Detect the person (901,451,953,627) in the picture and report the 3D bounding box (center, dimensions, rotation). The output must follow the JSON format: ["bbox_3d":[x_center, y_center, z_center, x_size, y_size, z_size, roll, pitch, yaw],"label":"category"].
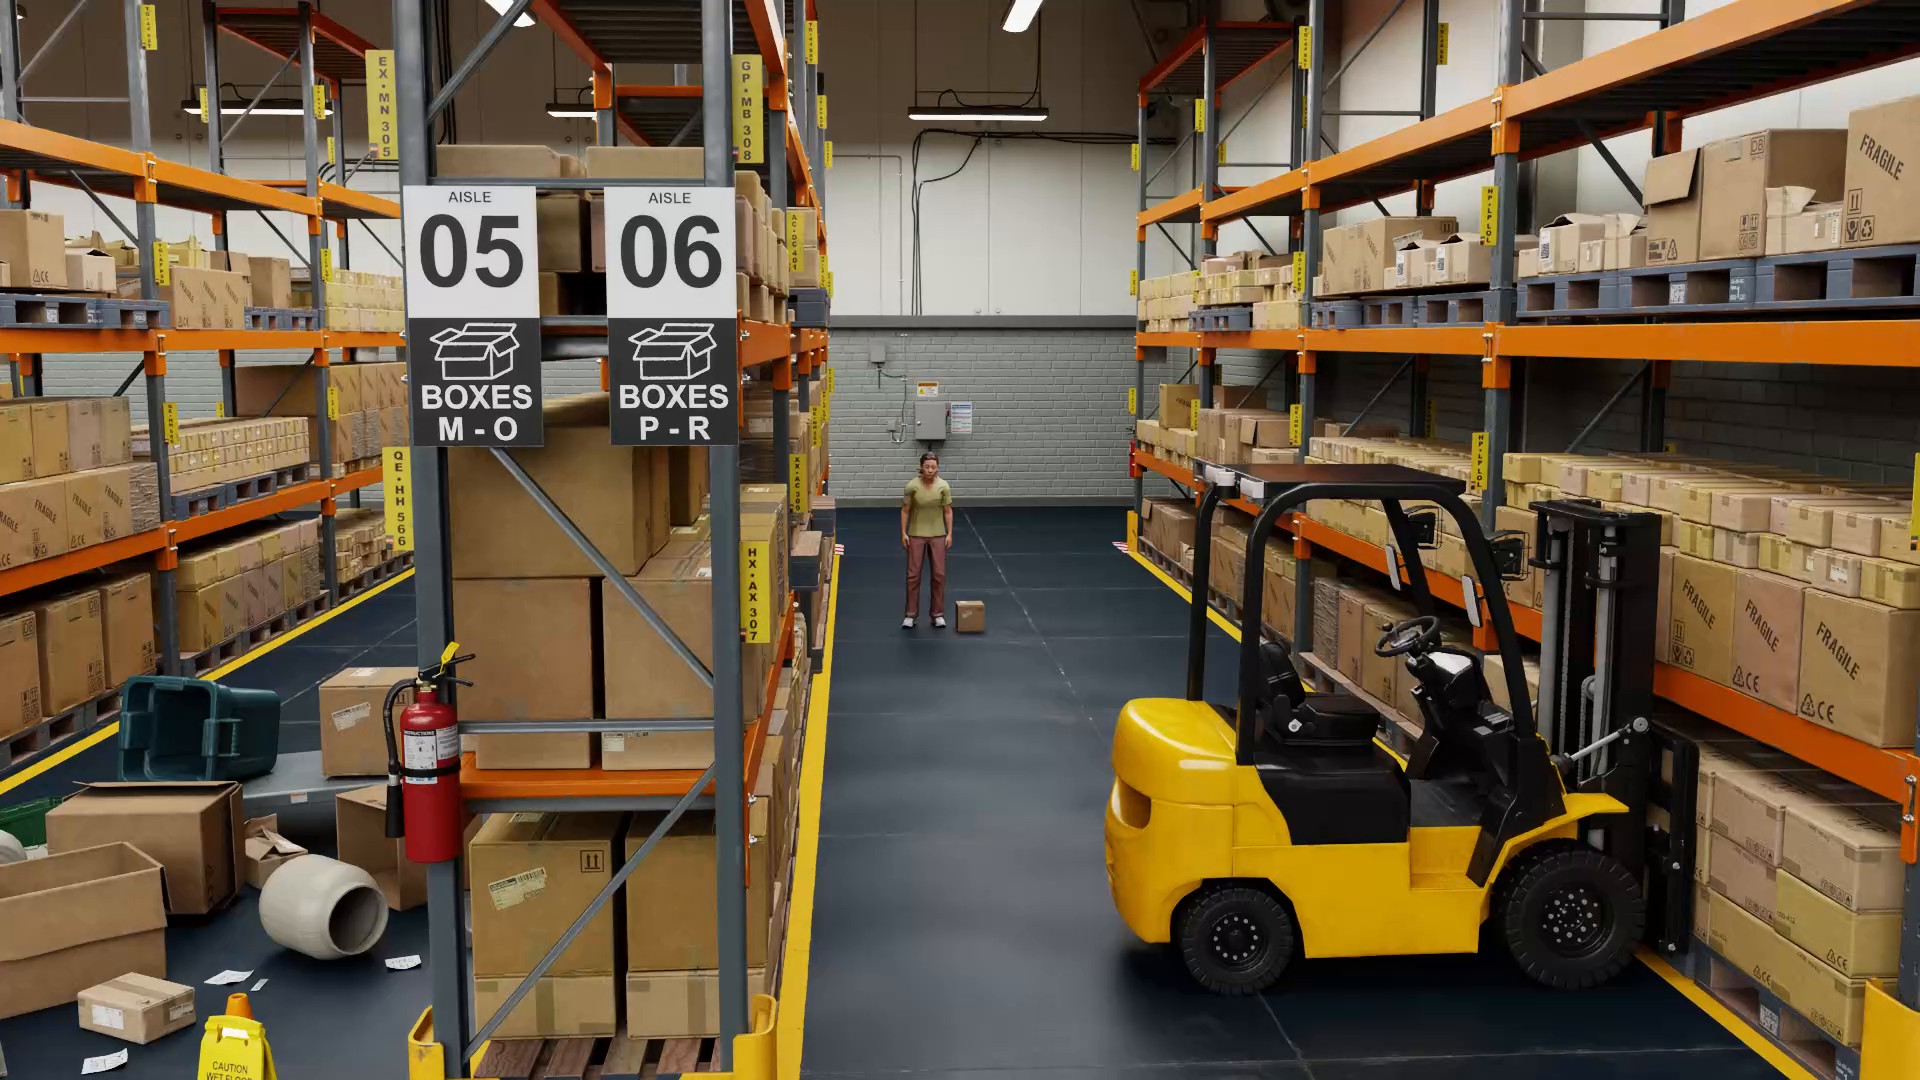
[{"bbox_3d":[-0.314,-0.014,15.872,0.498,1.673,0.354,-1,7,-6],"label":"person"}]
